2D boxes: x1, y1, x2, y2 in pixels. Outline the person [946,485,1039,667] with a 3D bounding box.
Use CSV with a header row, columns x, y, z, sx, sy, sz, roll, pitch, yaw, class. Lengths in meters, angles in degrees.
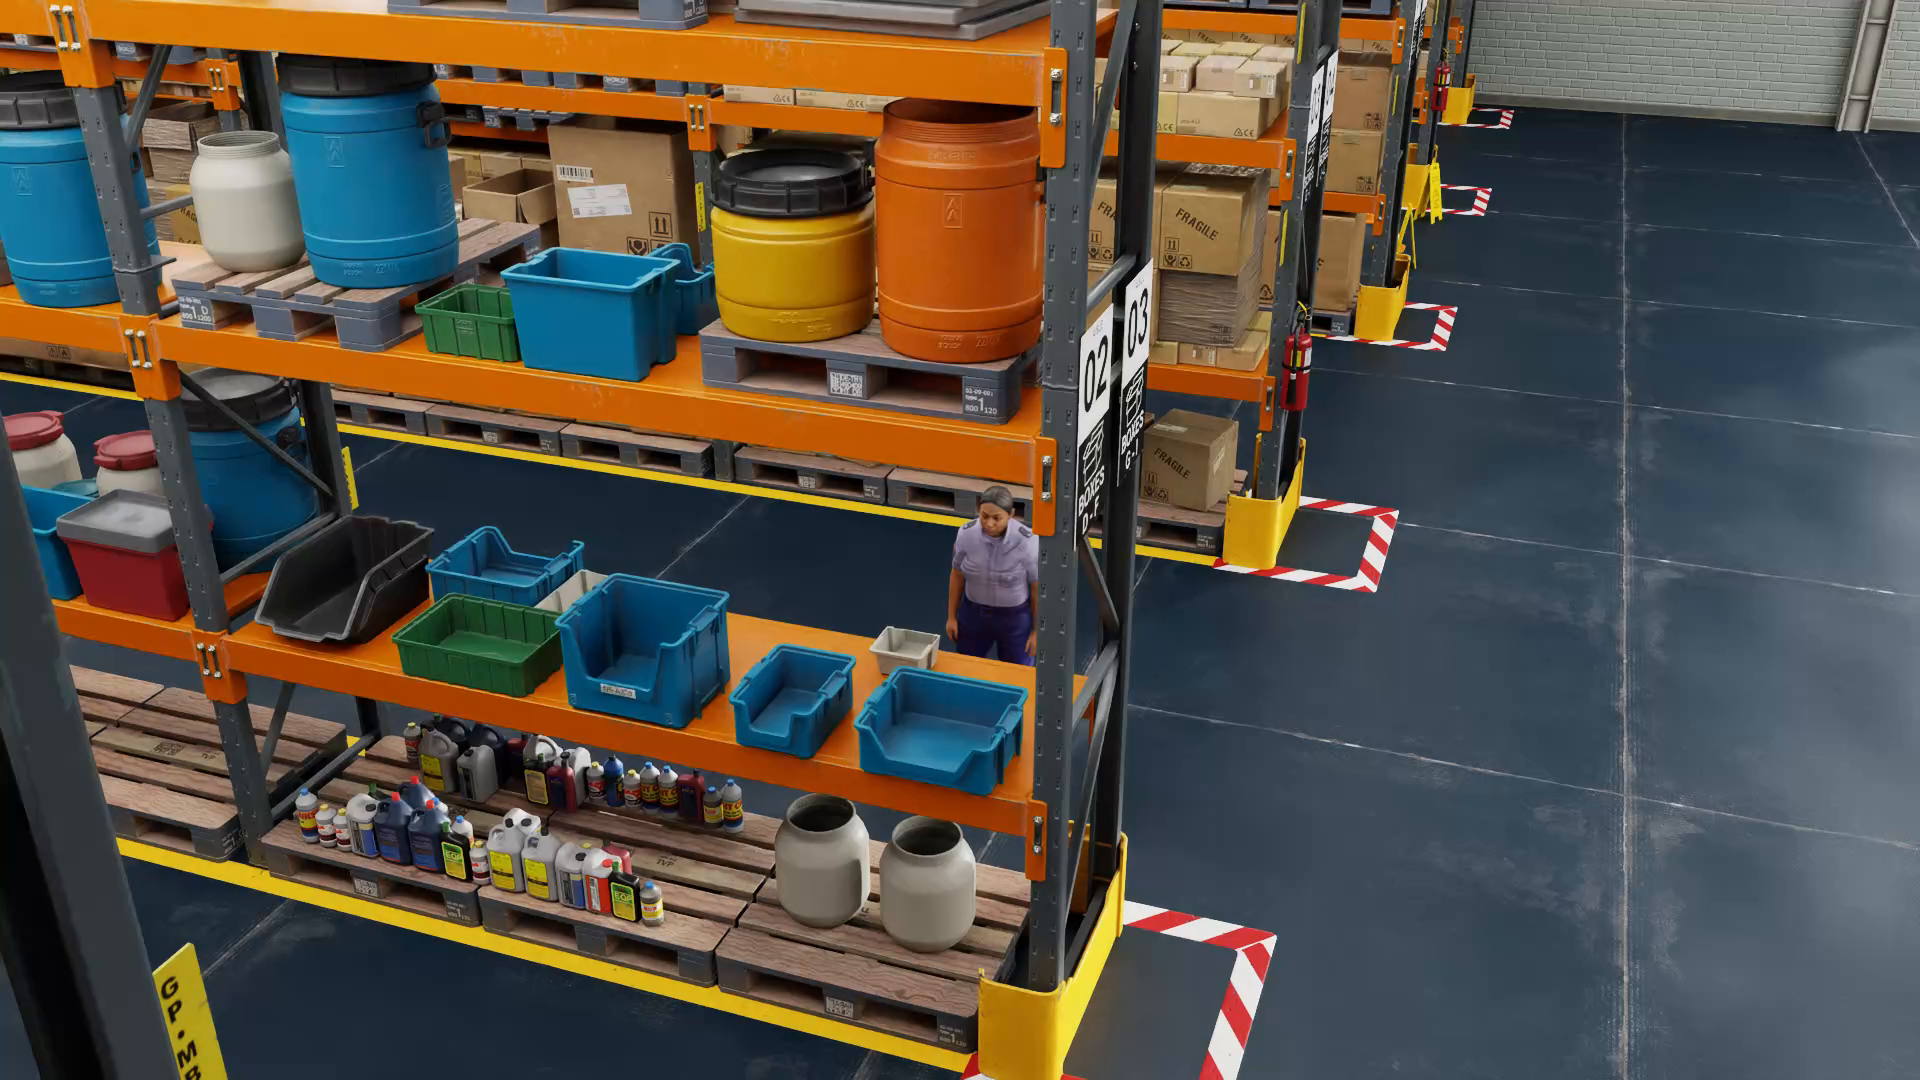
x,y,z,sx,sy,sz,roll,pitch,yaw,class
0.180,0.444,8.648,0.543,1.652,0.367,9,27,17,person
